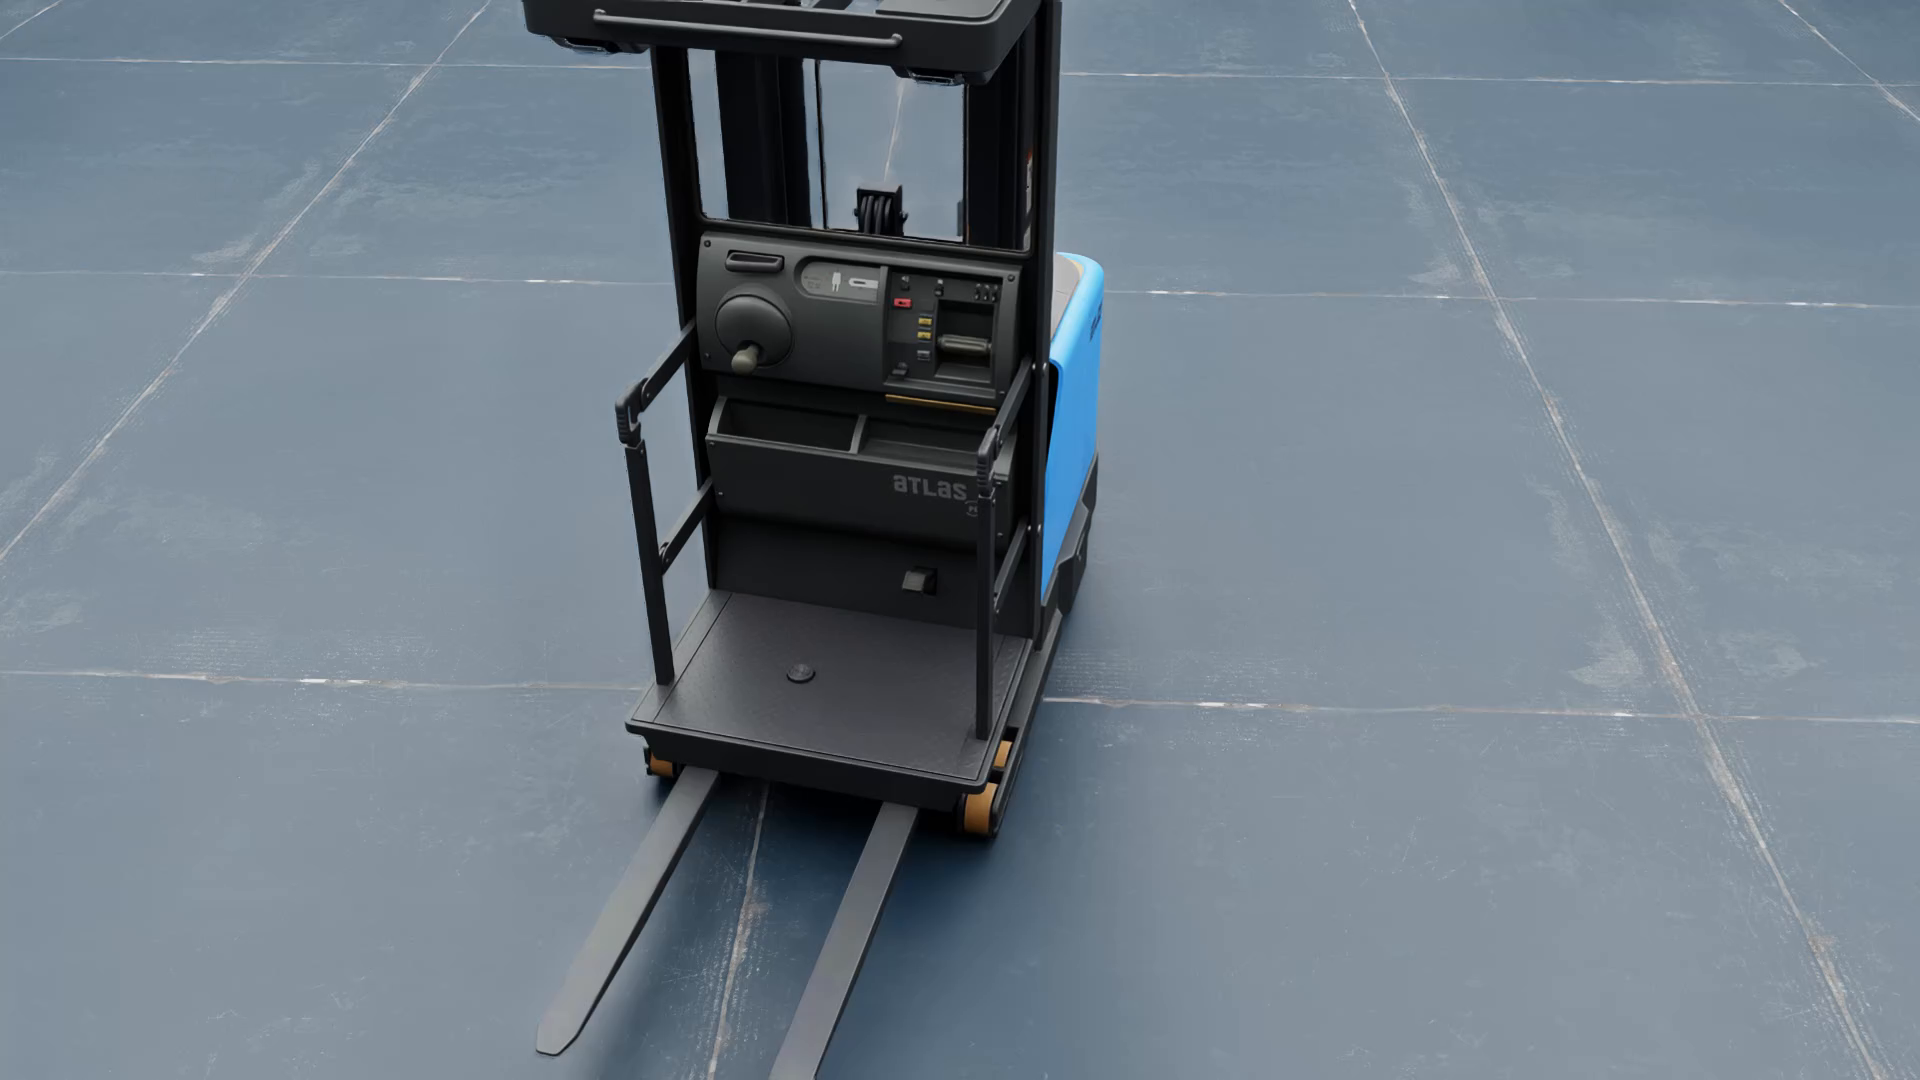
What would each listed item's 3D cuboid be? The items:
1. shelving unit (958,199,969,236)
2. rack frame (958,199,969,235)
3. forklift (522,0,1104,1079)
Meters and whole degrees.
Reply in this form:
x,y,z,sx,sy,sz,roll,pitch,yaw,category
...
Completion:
x,y,z,sx,sy,sz,roll,pitch,yaw,category
0.171,-0.828,6.385,0.258,1.200,0.503,8,36,12,shelving unit
0.111,-0.692,6.191,0.240,1.200,0.015,8,36,12,rack frame
-0.345,-0.559,4.497,1.130,2.935,3.031,8,36,12,forklift
